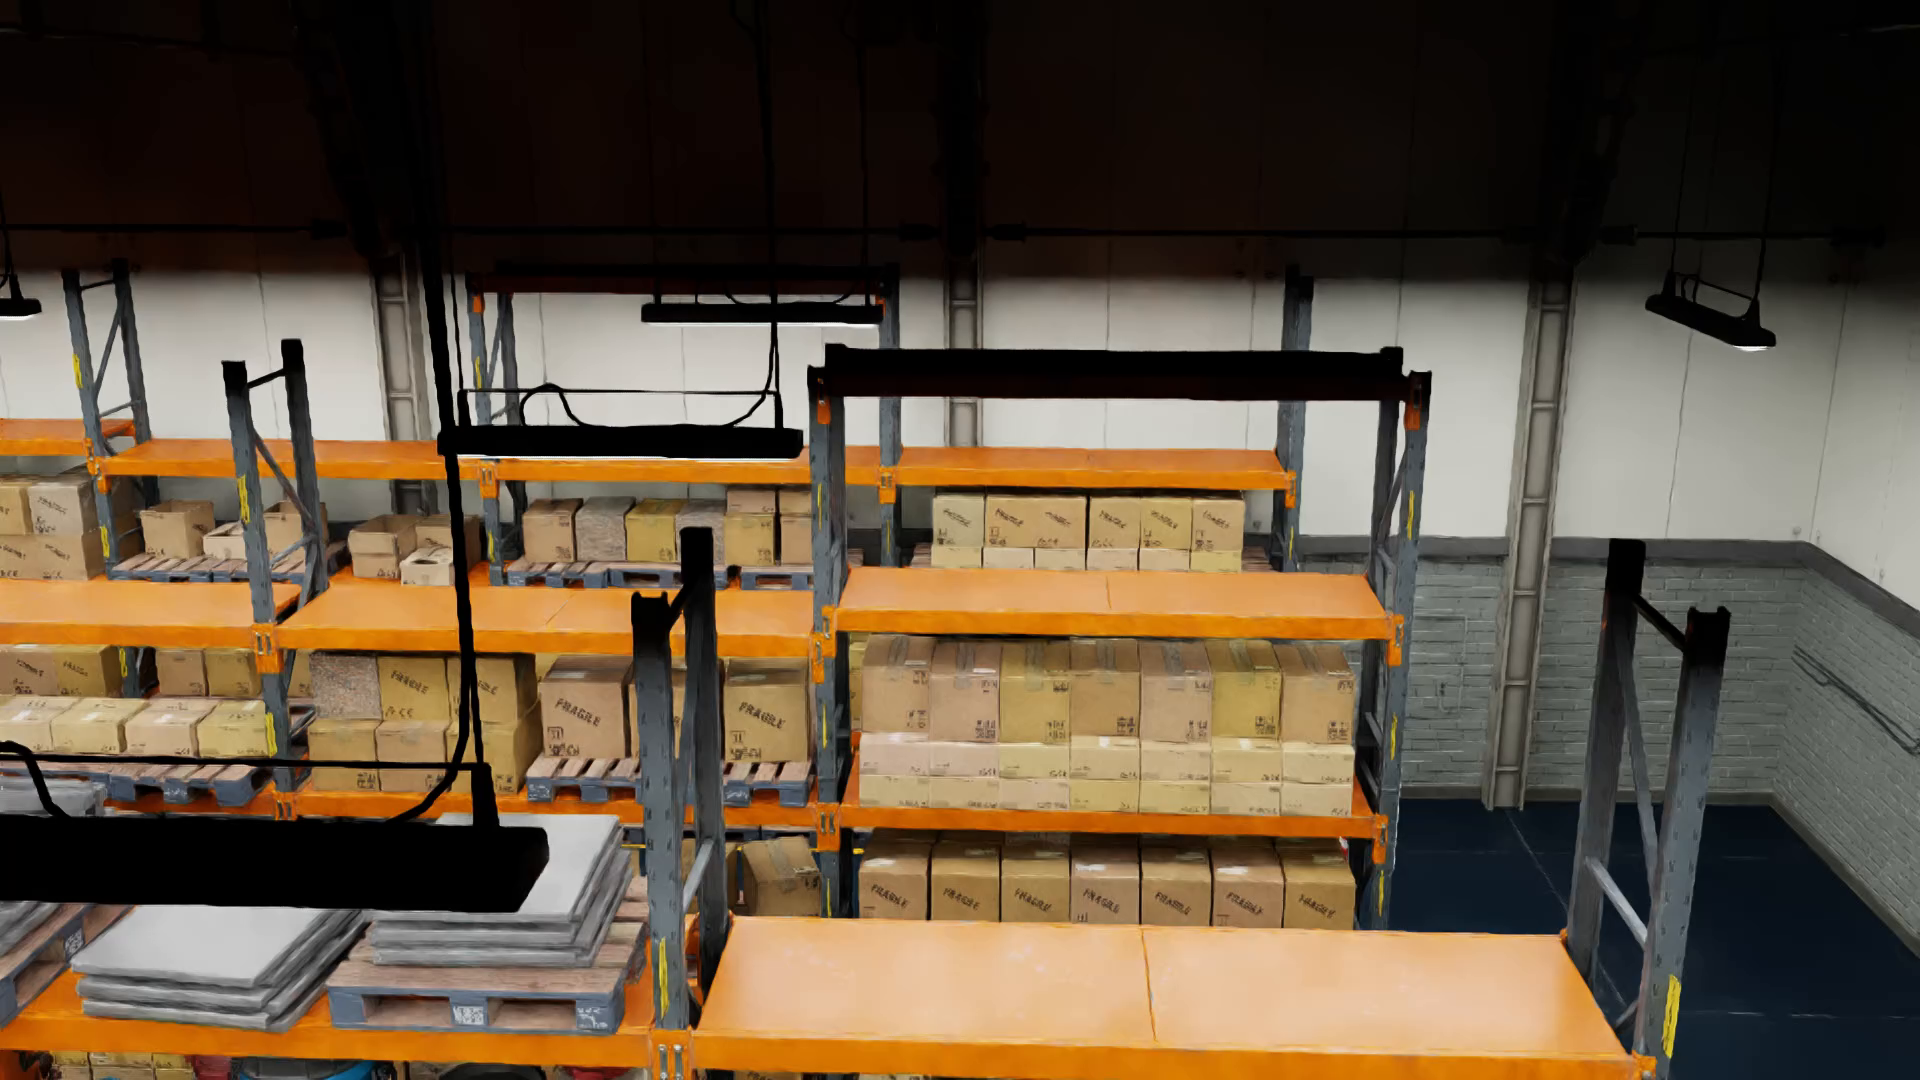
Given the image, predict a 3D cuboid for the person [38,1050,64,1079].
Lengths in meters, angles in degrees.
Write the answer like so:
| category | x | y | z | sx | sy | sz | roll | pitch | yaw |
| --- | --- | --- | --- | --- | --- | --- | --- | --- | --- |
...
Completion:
| category | x | y | z | sx | sy | sz | roll | pitch | yaw |
| --- | --- | --- | --- | --- | --- | --- | --- | --- | --- |
| person | -6.167 | 4.170 | 11.306 | 1.016 | 1.604 | 0.444 | -1 | 16 | -5 |
